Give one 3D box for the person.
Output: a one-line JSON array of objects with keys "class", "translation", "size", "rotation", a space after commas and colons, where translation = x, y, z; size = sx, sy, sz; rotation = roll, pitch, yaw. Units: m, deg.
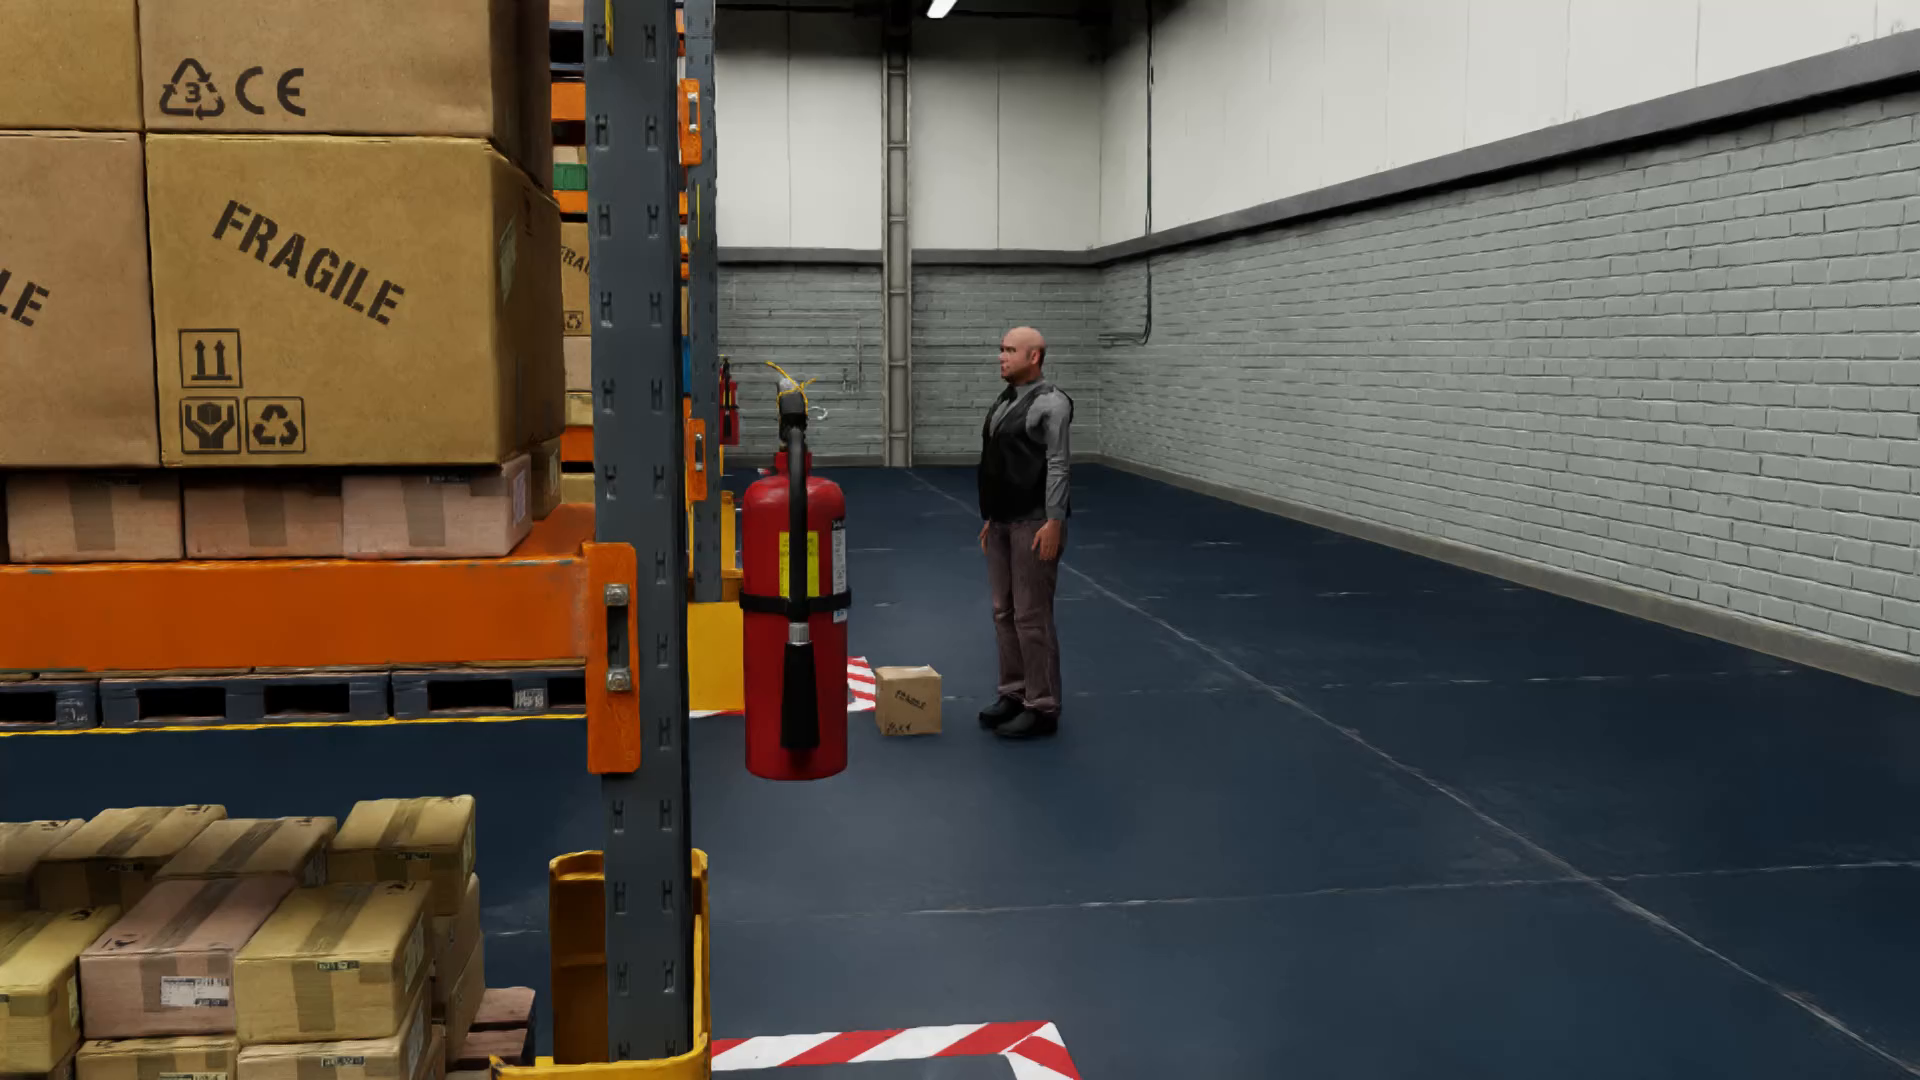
[{"class": "person", "translation": [0.241, -0.055, 7.213], "size": [0.423, 1.730, 0.563], "rotation": [-3, 7, -27]}]
